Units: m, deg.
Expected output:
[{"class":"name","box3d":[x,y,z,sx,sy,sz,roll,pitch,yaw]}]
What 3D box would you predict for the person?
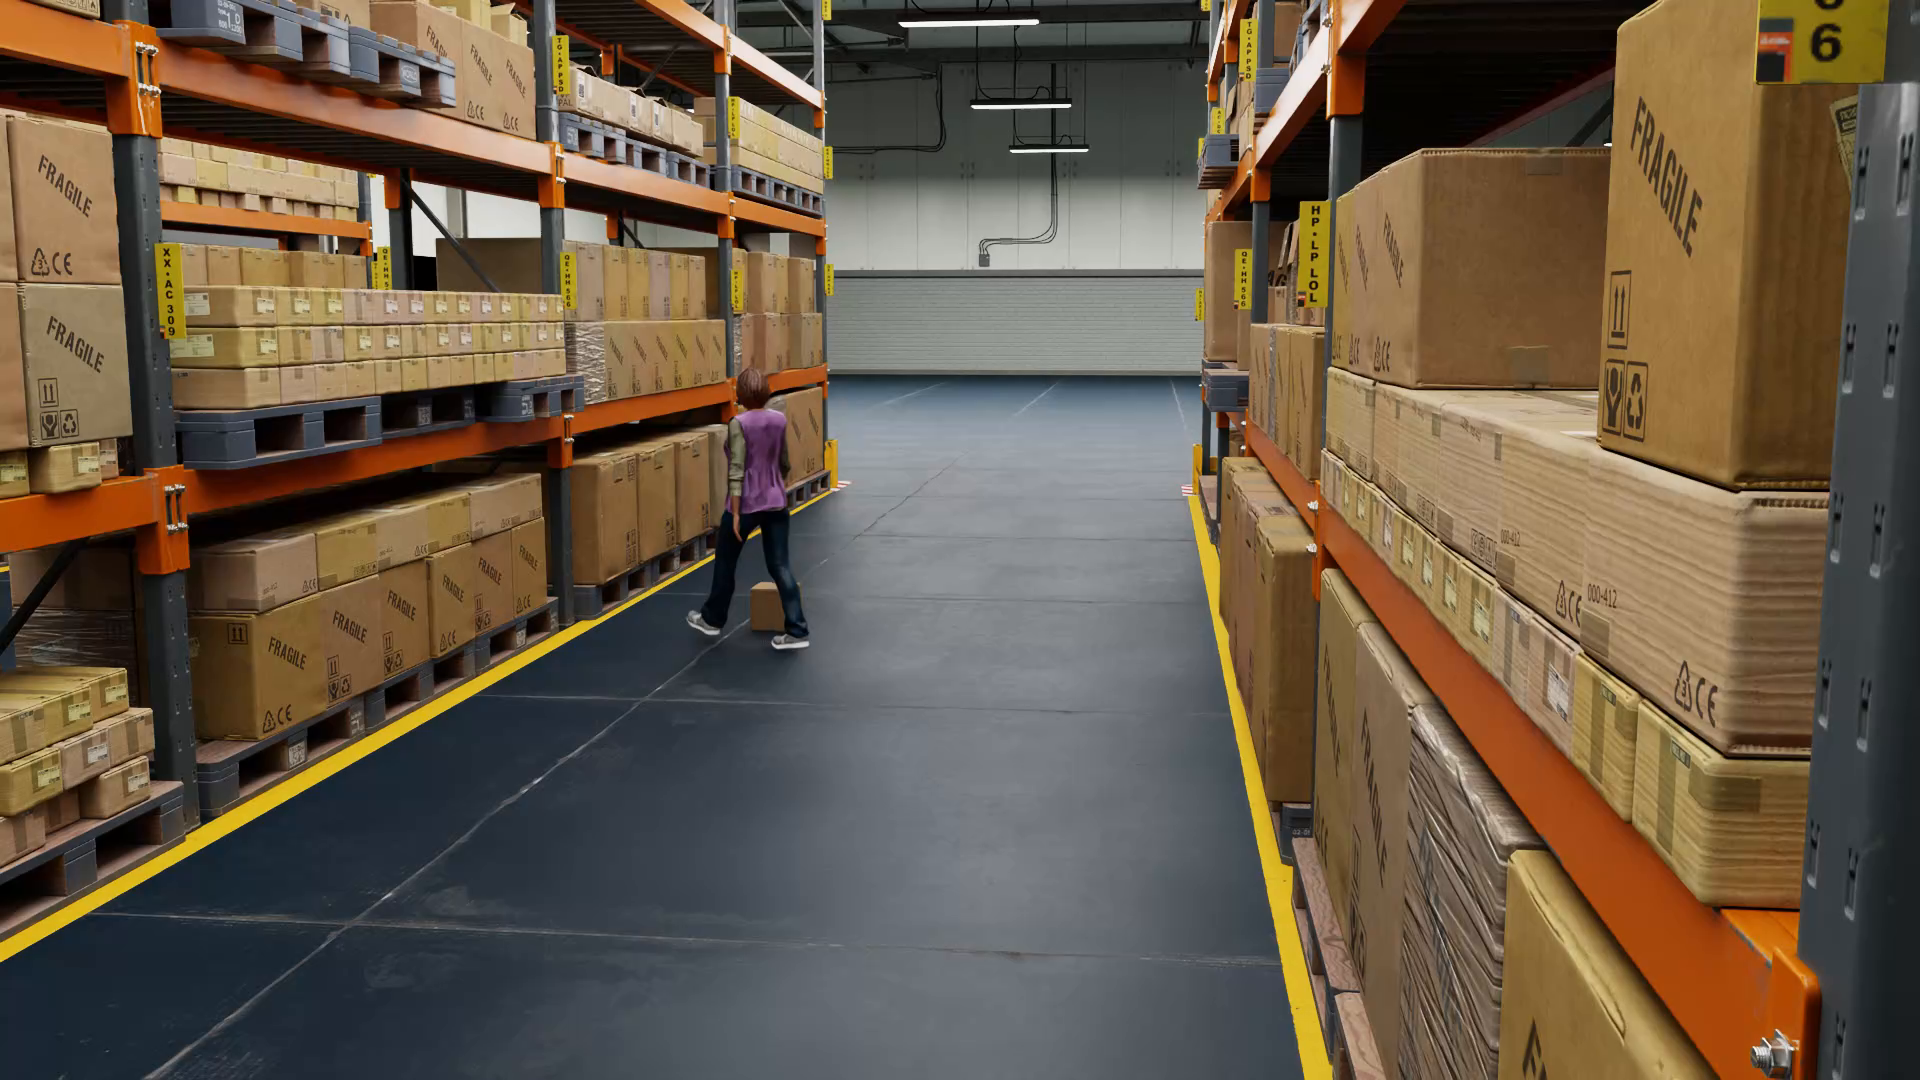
[{"class":"person","box3d":[-1.179,-0.189,9.290,0.446,1.550,0.922,-6,10,-36]}]
